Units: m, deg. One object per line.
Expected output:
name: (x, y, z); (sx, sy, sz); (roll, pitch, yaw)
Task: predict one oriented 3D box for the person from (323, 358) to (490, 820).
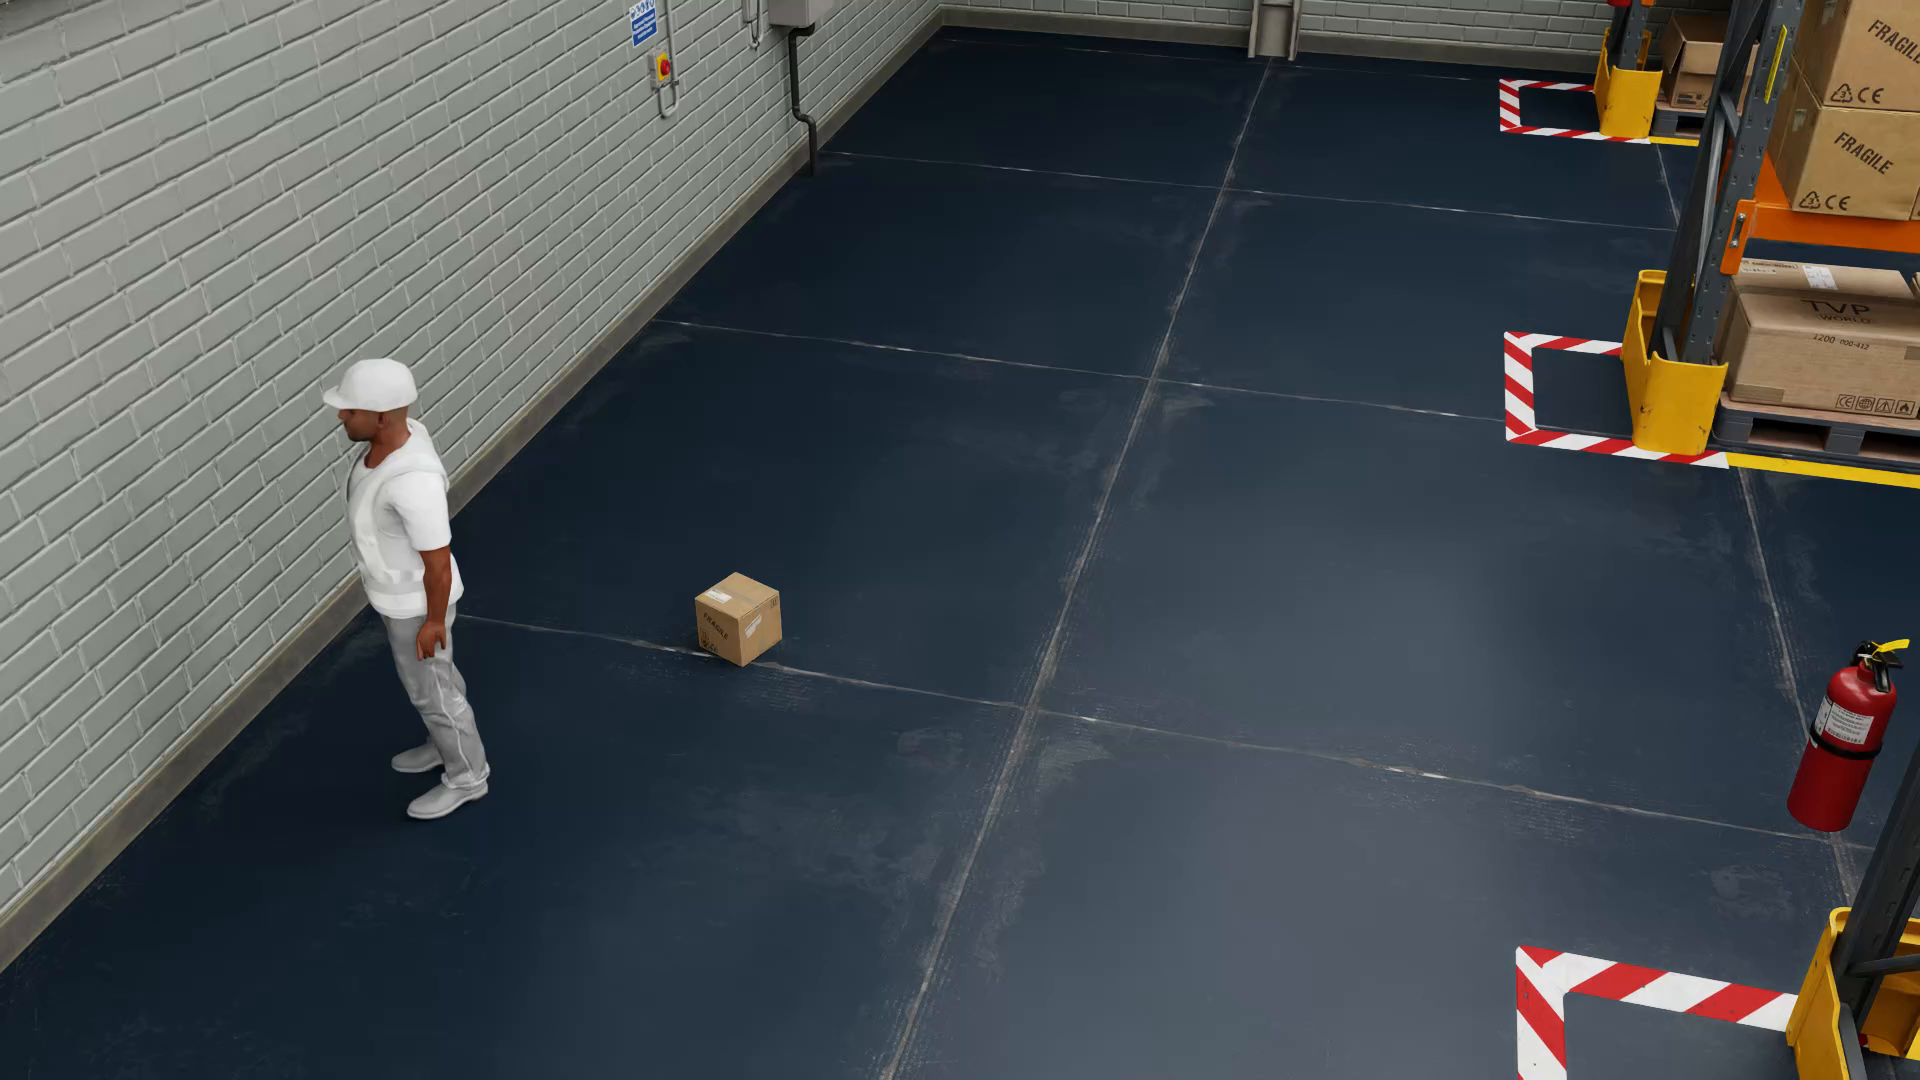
person: (-1.934, 0.180, 5.842); (0.377, 1.779, 0.568); (-16, 36, -24)
